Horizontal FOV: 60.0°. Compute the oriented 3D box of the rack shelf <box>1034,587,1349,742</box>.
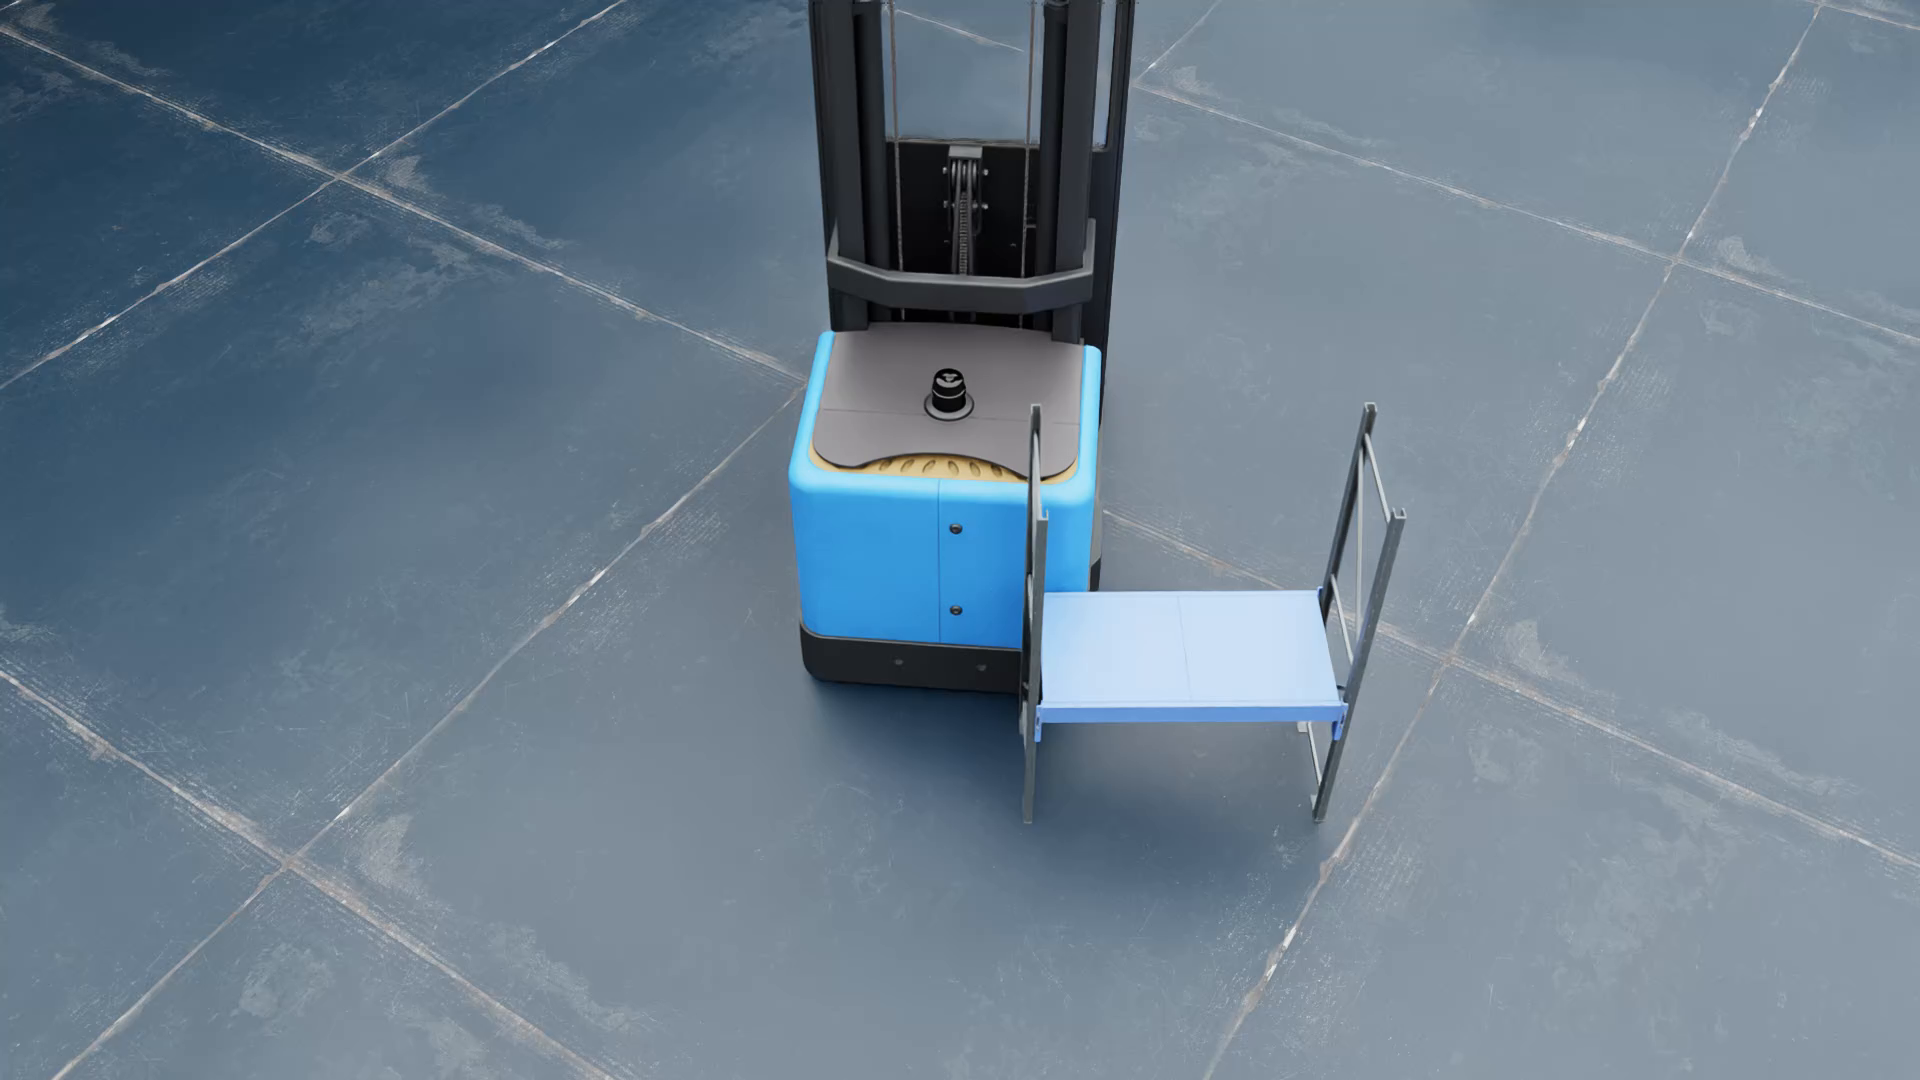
[{"bbox_3d":[0.742,0.410,5.556,1.000,0.185,0.538,0,46,0],"label":"rack shelf"}]

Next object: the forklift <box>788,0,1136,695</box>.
[{"bbox_3d":[0.060,-1.508,6.172,1.130,2.935,3.031,4,46,3],"label":"forklift"}]

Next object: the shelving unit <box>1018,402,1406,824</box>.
[{"bbox_3d":[0.742,0.285,5.427,1.048,1.500,0.538,0,46,0],"label":"shelving unit"}]

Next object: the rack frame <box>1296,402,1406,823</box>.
[{"bbox_3d":[1.250,0.282,5.430,0.032,1.500,0.500,0,46,0],"label":"rack frame"}]

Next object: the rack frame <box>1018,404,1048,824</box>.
[{"bbox_3d":[0.233,0.287,5.425,0.032,1.500,0.500,0,46,0],"label":"rack frame"}]
